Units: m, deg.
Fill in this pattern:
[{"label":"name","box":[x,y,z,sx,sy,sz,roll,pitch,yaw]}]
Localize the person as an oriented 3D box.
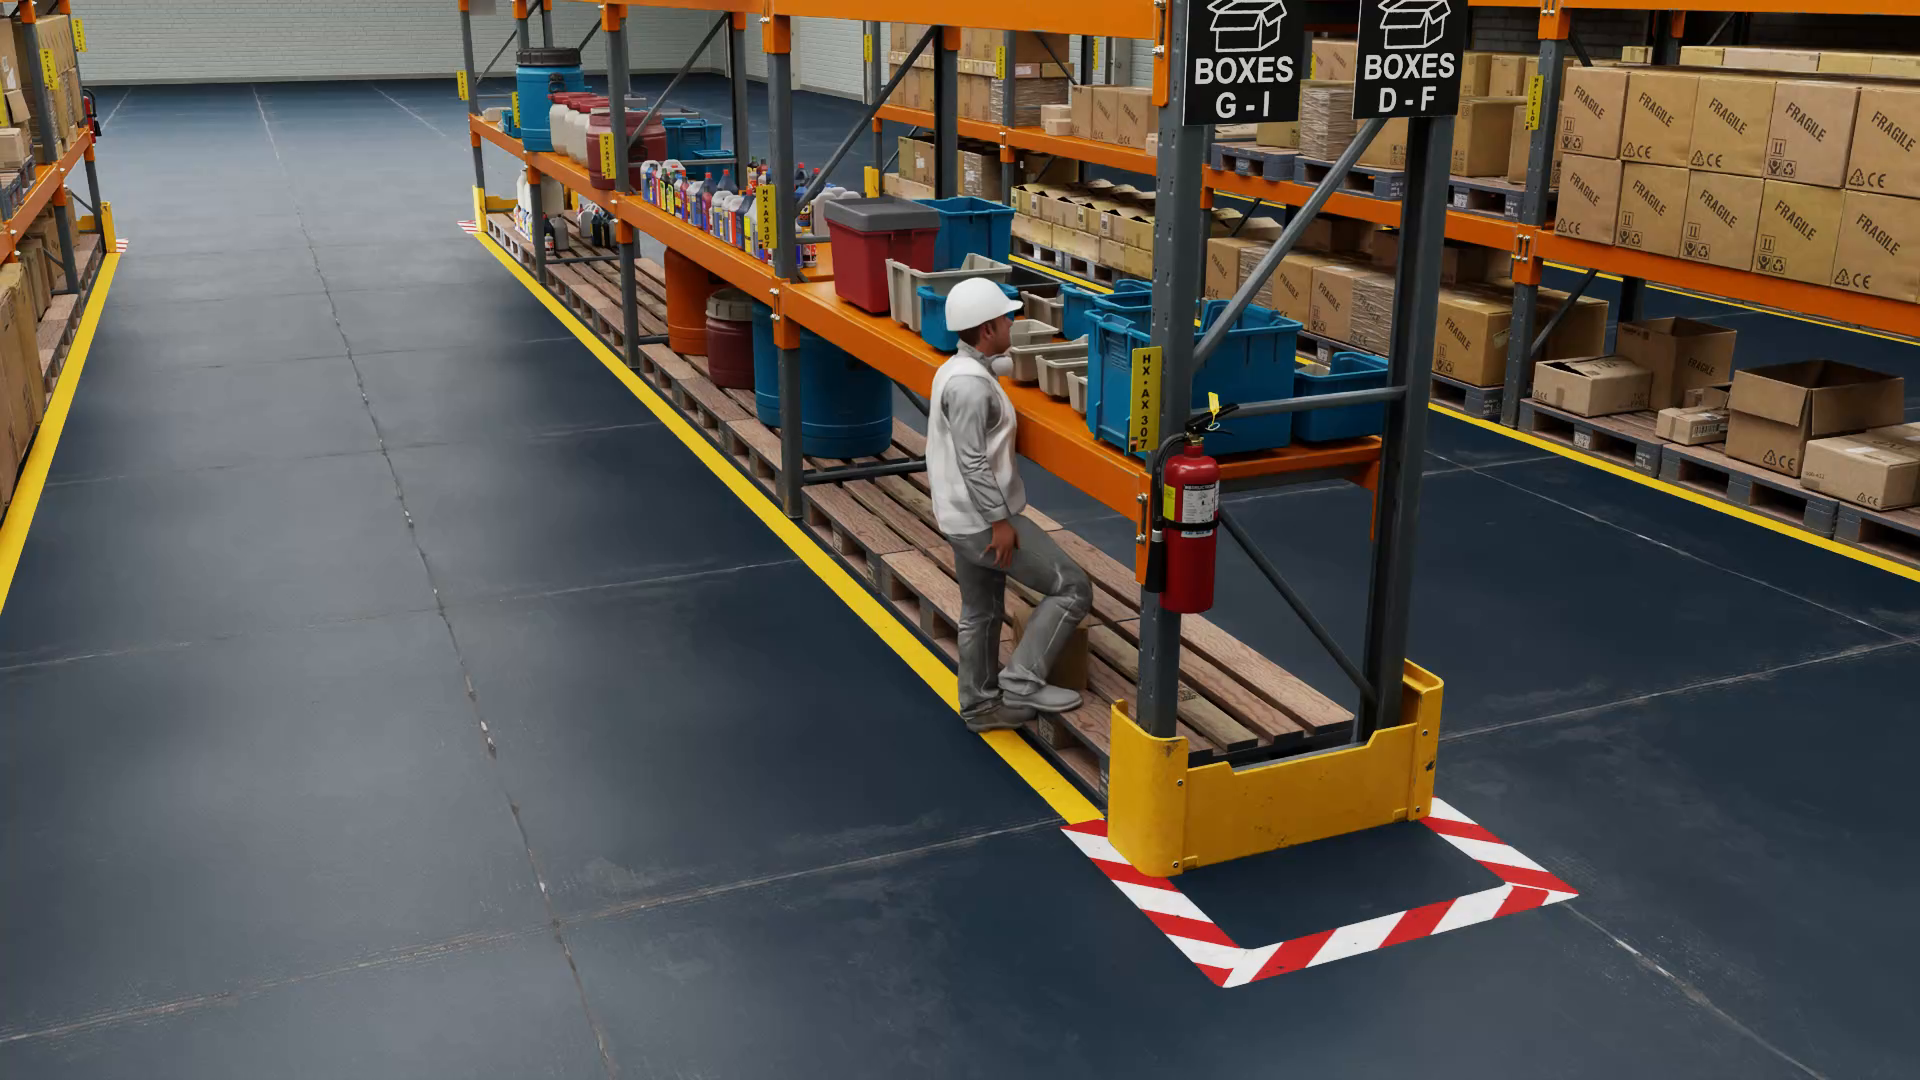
[{"label":"person","box":[0.179,-0.095,6.269,0.613,1.777,0.624,-2,19,-6]}]
